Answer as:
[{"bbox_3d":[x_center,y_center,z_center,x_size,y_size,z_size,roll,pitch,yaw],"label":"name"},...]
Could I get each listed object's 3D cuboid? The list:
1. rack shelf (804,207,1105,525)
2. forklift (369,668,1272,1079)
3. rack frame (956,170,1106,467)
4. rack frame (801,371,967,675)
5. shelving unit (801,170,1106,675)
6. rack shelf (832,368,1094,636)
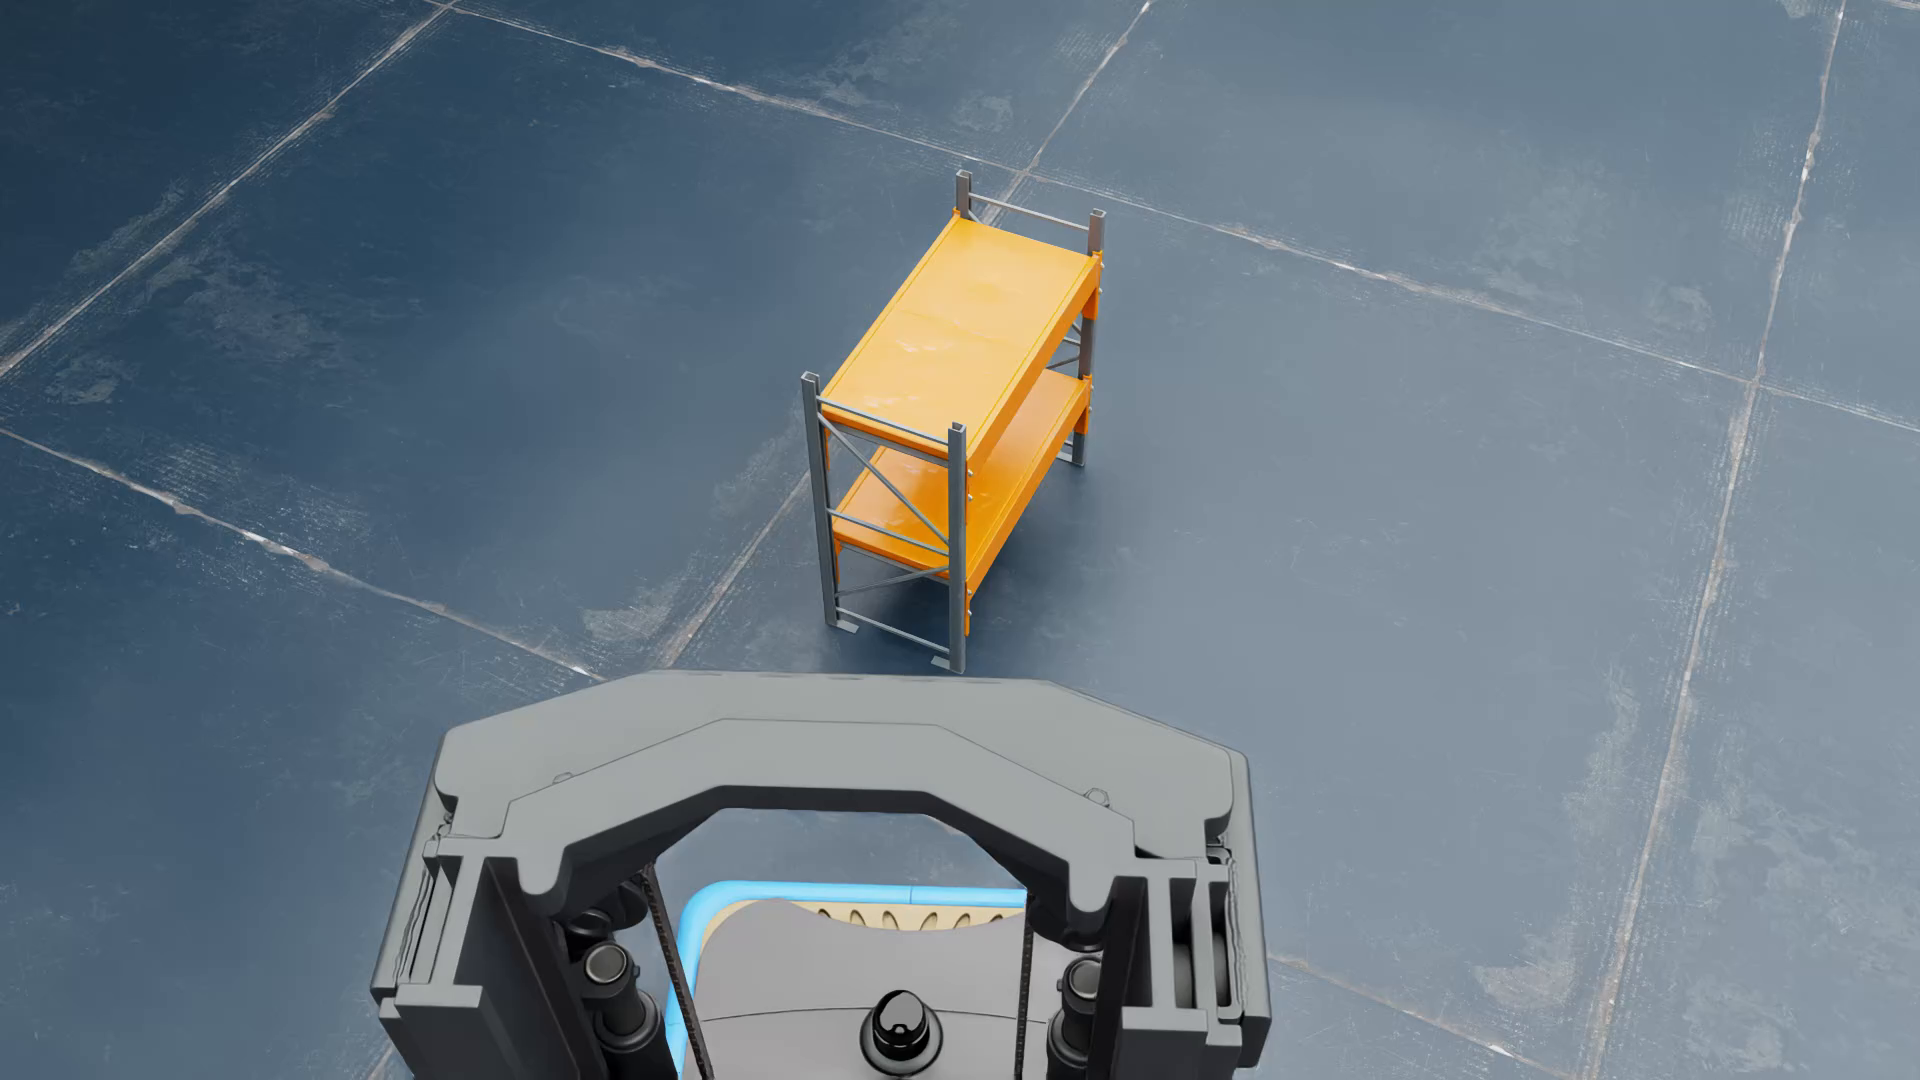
[{"bbox_3d":[0.003,-0.559,5.103,0.538,0.278,1.000,20,52,16],"label":"rack shelf"},{"bbox_3d":[-0.159,1.641,2.429,1.130,2.935,3.031,2,50,1],"label":"forklift"},{"bbox_3d":[0.220,-0.719,5.623,0.500,1.125,0.032,20,52,16],"label":"rack frame"},{"bbox_3d":[-0.214,-0.019,5.028,0.500,1.125,0.032,20,52,16],"label":"rack frame"},{"bbox_3d":[0.003,-0.369,5.326,0.538,1.125,1.048,20,52,16],"label":"shelving unit"},{"bbox_3d":[0.003,-0.211,5.512,0.538,0.278,1.000,20,52,16],"label":"rack shelf"}]
